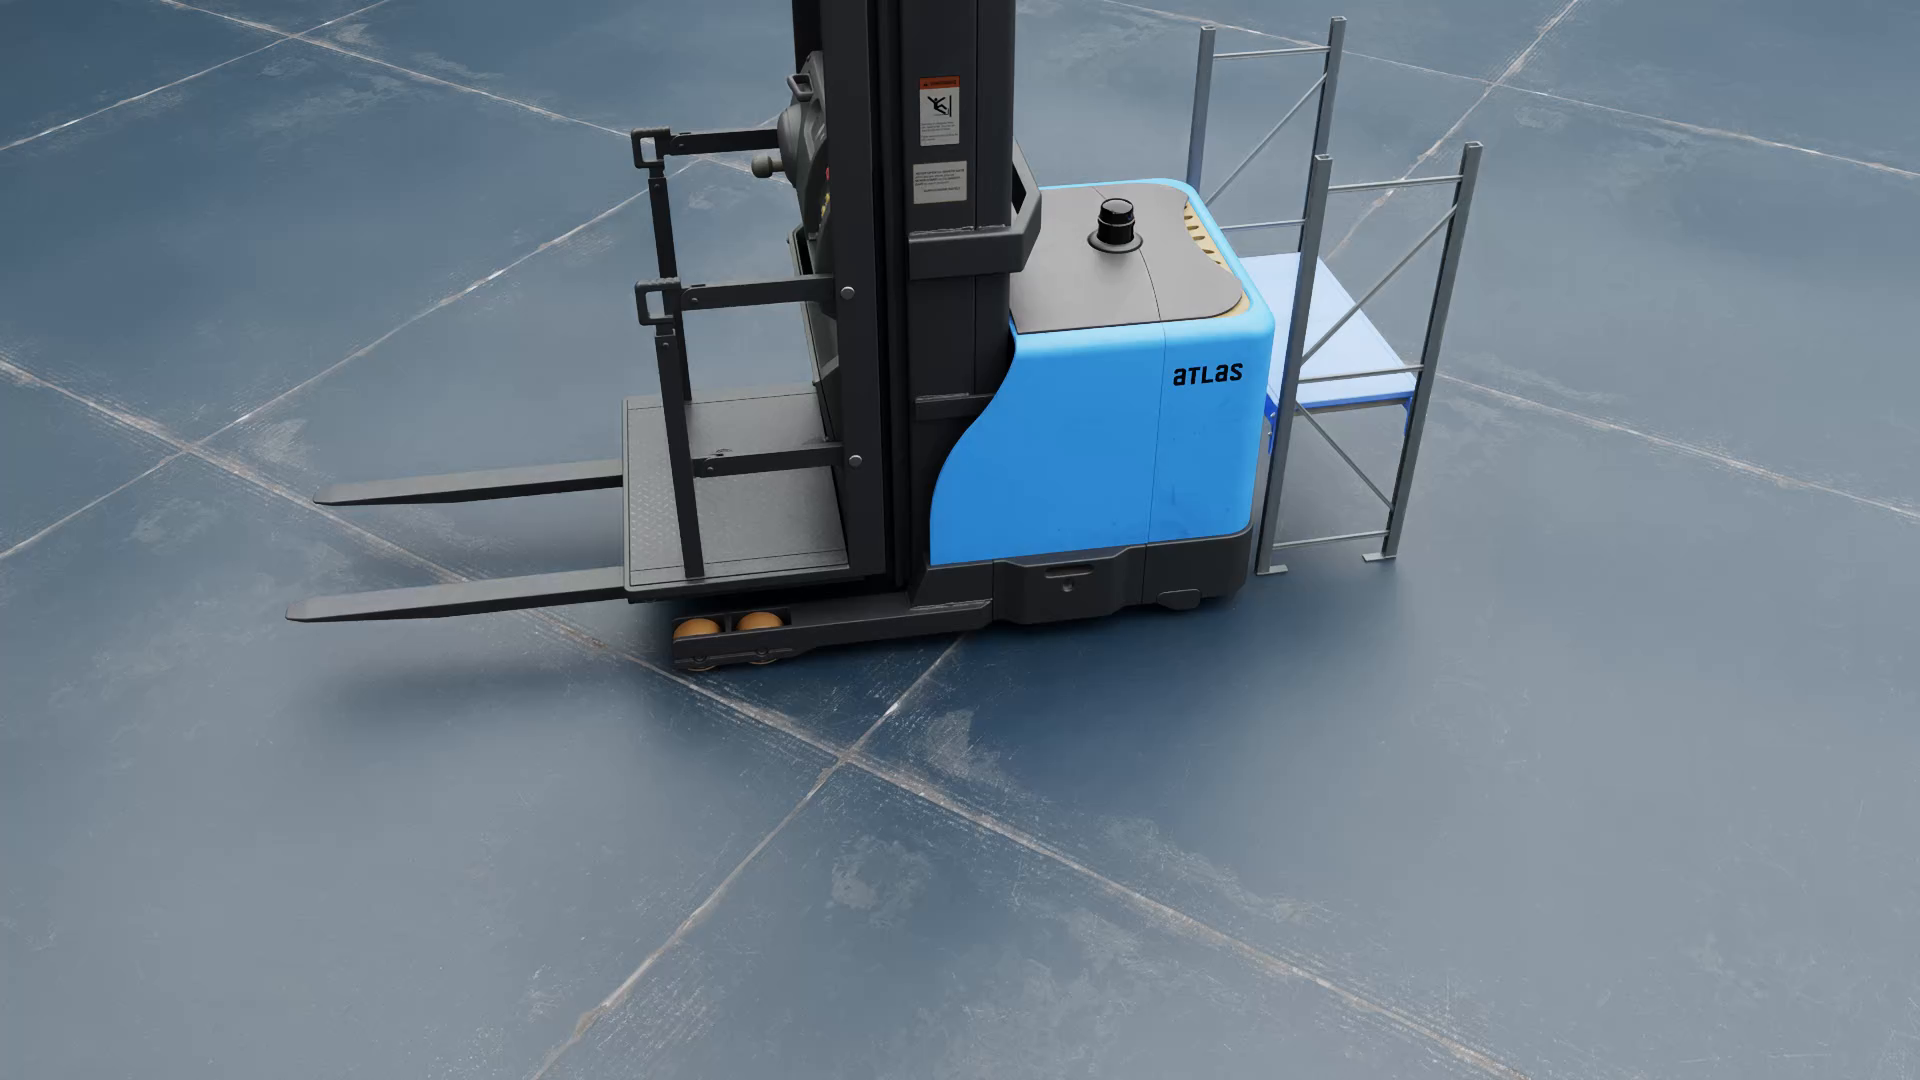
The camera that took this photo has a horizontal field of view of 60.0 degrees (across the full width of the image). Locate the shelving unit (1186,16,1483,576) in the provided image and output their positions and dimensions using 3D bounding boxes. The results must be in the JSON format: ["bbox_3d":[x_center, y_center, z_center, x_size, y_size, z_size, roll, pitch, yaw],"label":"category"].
[{"bbox_3d":[1.141,-0.816,5.577,0.538,1.500,1.048,-7,38,-10],"label":"shelving unit"}]

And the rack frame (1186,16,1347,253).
[{"bbox_3d":[1.037,-1.120,5.972,0.500,1.500,0.032,-7,38,-10],"label":"rack frame"}]

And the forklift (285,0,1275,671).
[{"bbox_3d":[-0.622,-1.098,4.773,3.031,2.935,1.130,-6,38,-7],"label":"forklift"}]

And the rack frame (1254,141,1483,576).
[{"bbox_3d":[1.244,-0.512,5.183,0.500,1.500,0.032,-7,38,-10],"label":"rack frame"}]

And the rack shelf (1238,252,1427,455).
[{"bbox_3d":[1.139,-0.674,5.687,0.538,0.185,1.000,-7,38,-10],"label":"rack shelf"}]
